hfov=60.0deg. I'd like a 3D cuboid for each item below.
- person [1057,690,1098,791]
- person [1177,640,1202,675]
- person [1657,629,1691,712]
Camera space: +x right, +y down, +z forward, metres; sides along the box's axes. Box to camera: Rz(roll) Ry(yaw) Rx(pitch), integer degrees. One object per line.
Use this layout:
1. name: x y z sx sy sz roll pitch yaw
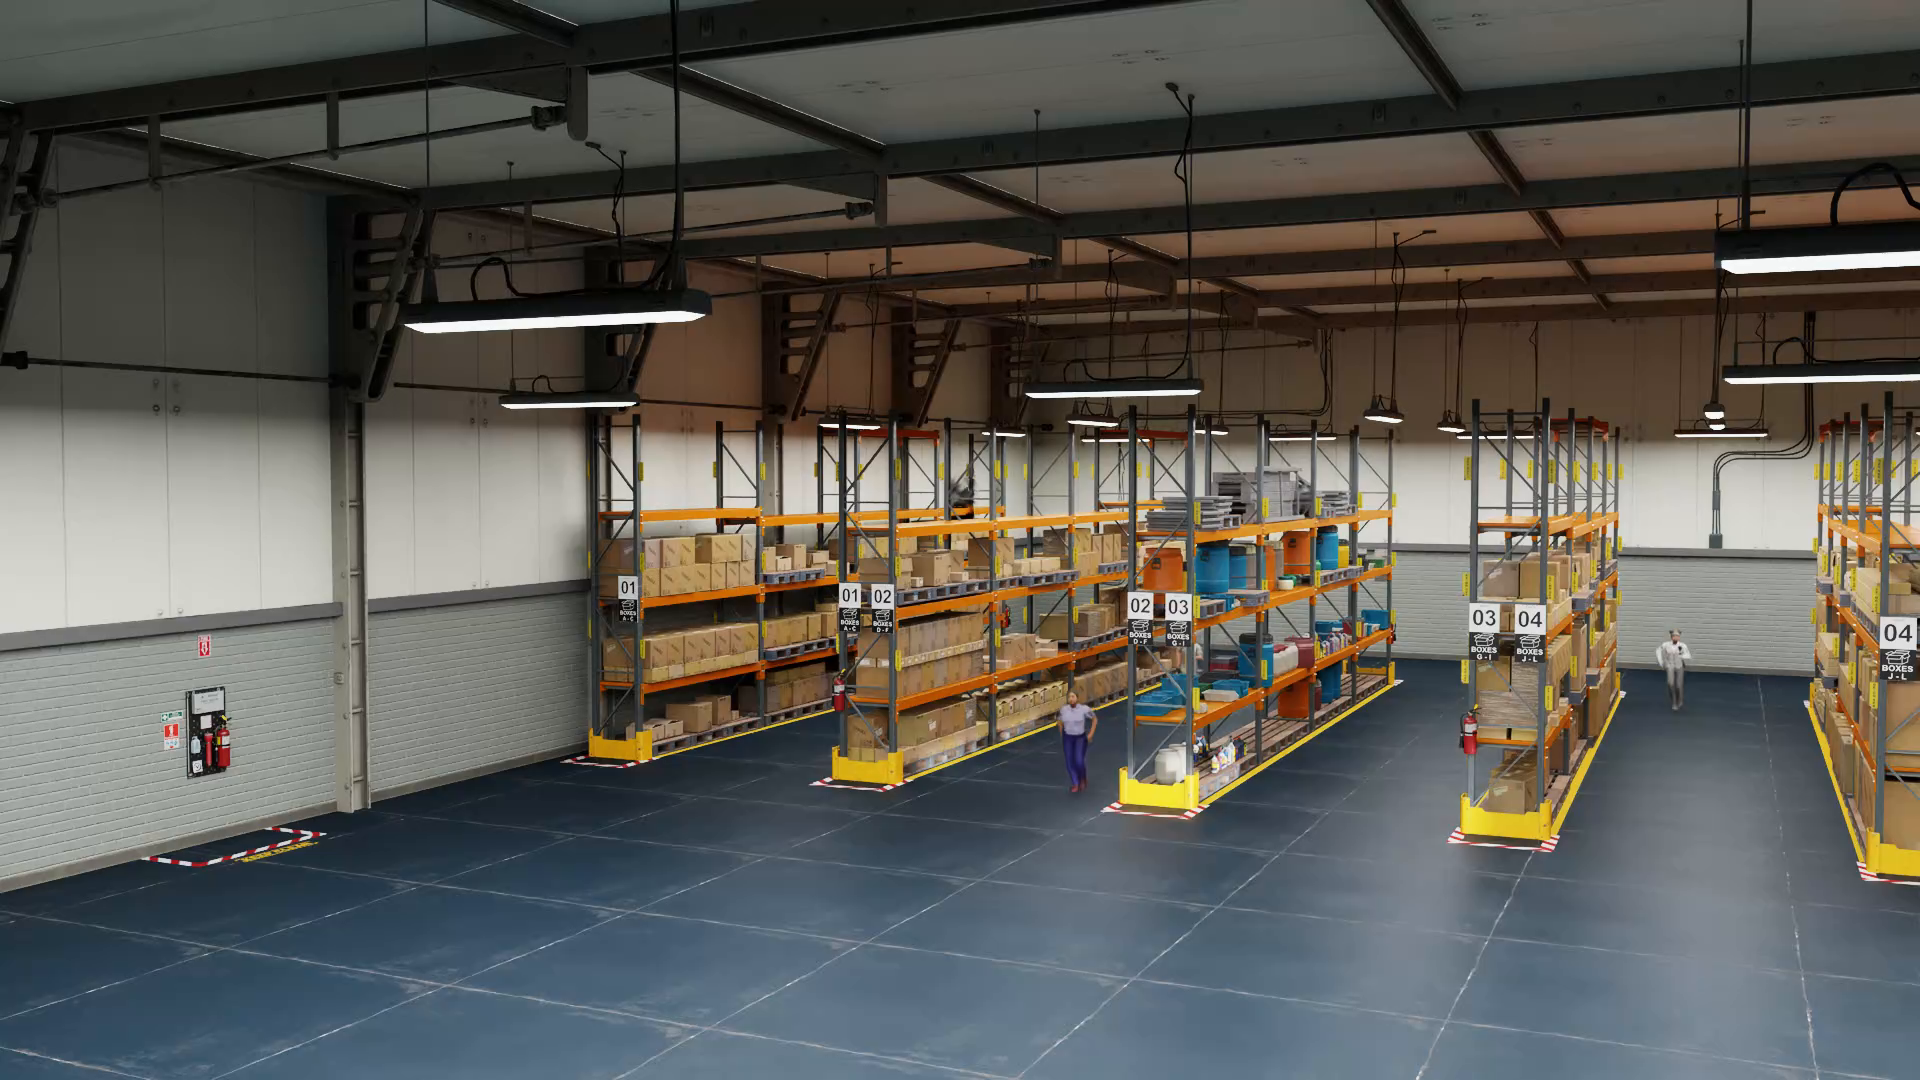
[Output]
1. person: 1.790 3.133 25.880 0.609 1.602 0.646 1 3 23
2. person: 4.765 2.733 34.554 0.541 1.715 0.802 1 2 12
3. person: 15.007 2.729 34.957 0.639 1.730 0.821 1 3 21
